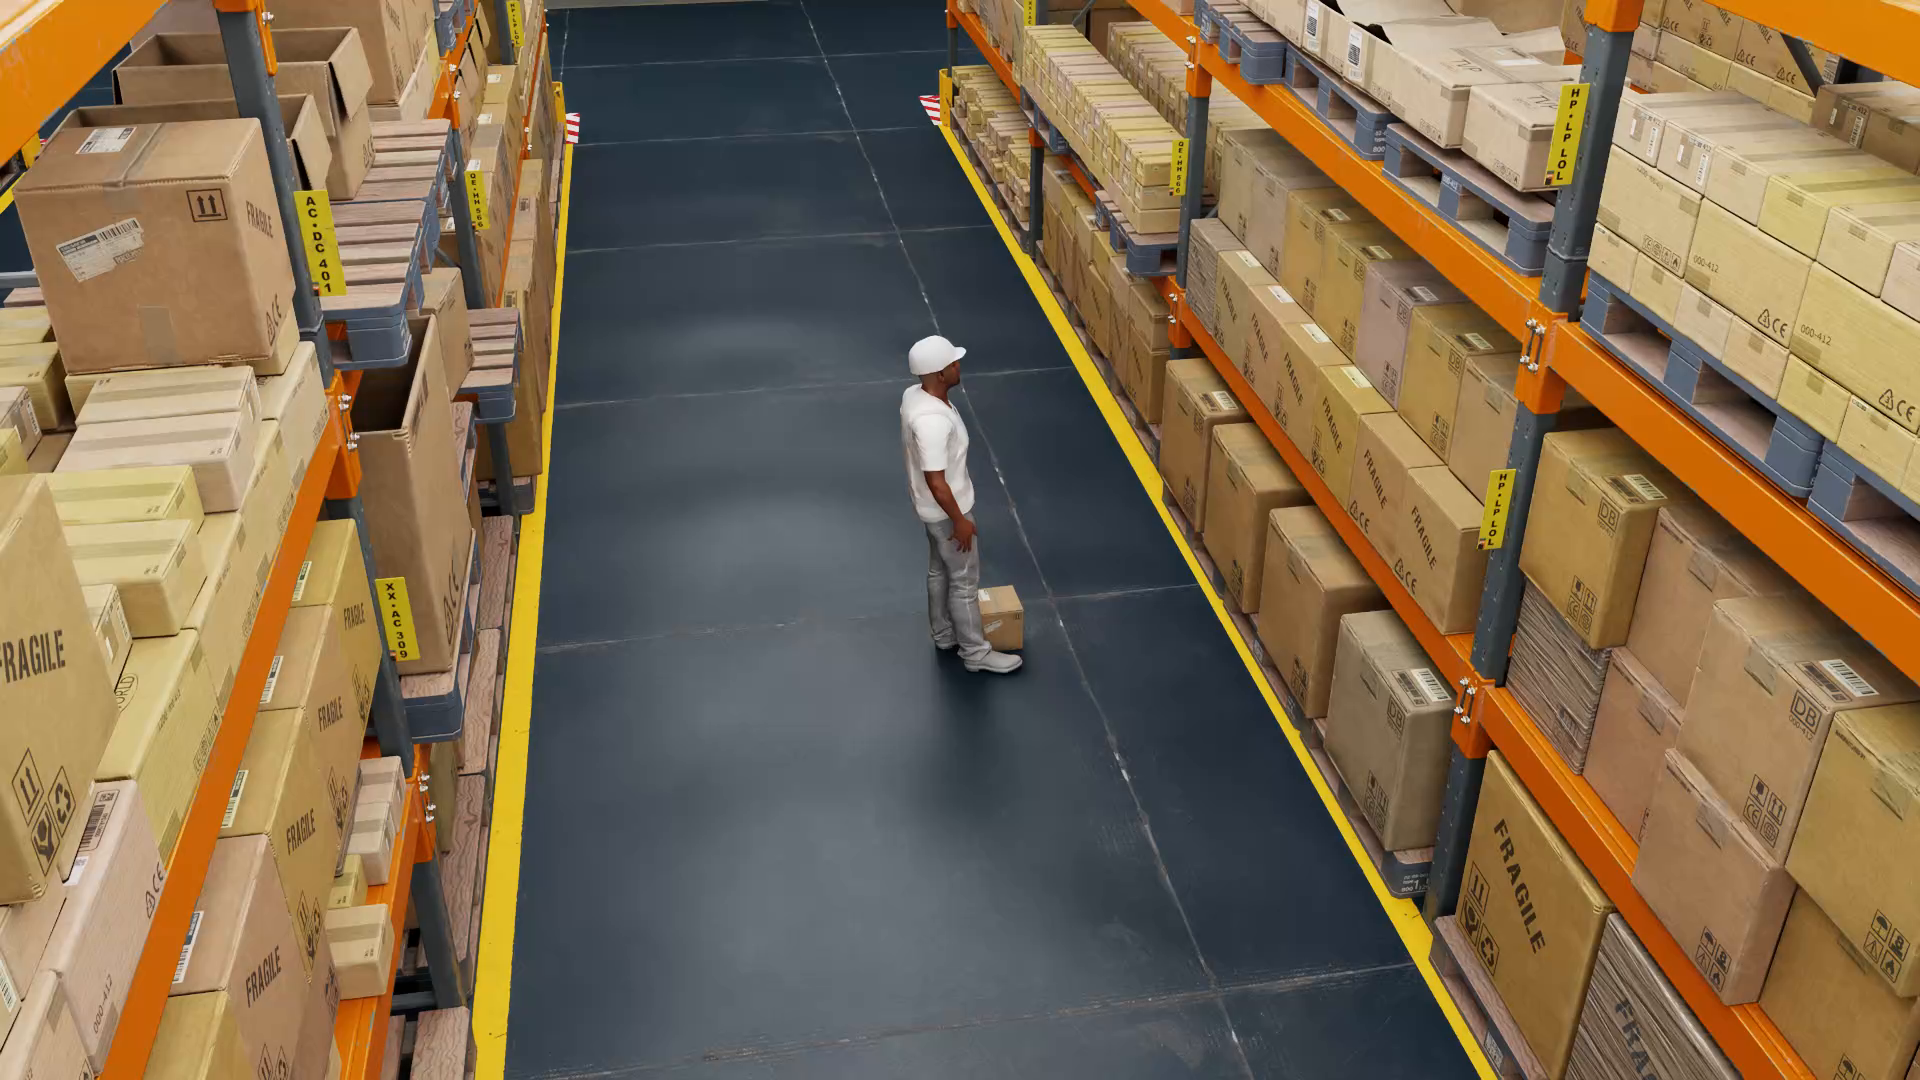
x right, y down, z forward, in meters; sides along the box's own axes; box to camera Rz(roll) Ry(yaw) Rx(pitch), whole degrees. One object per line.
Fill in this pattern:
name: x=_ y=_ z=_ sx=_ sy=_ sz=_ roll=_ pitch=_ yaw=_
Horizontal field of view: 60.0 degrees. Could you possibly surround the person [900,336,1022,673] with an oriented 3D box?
person: x=-0.005 y=-0.202 z=8.439 sx=0.576 sy=1.766 sz=0.665 roll=-5 pitch=31 yaw=-9
